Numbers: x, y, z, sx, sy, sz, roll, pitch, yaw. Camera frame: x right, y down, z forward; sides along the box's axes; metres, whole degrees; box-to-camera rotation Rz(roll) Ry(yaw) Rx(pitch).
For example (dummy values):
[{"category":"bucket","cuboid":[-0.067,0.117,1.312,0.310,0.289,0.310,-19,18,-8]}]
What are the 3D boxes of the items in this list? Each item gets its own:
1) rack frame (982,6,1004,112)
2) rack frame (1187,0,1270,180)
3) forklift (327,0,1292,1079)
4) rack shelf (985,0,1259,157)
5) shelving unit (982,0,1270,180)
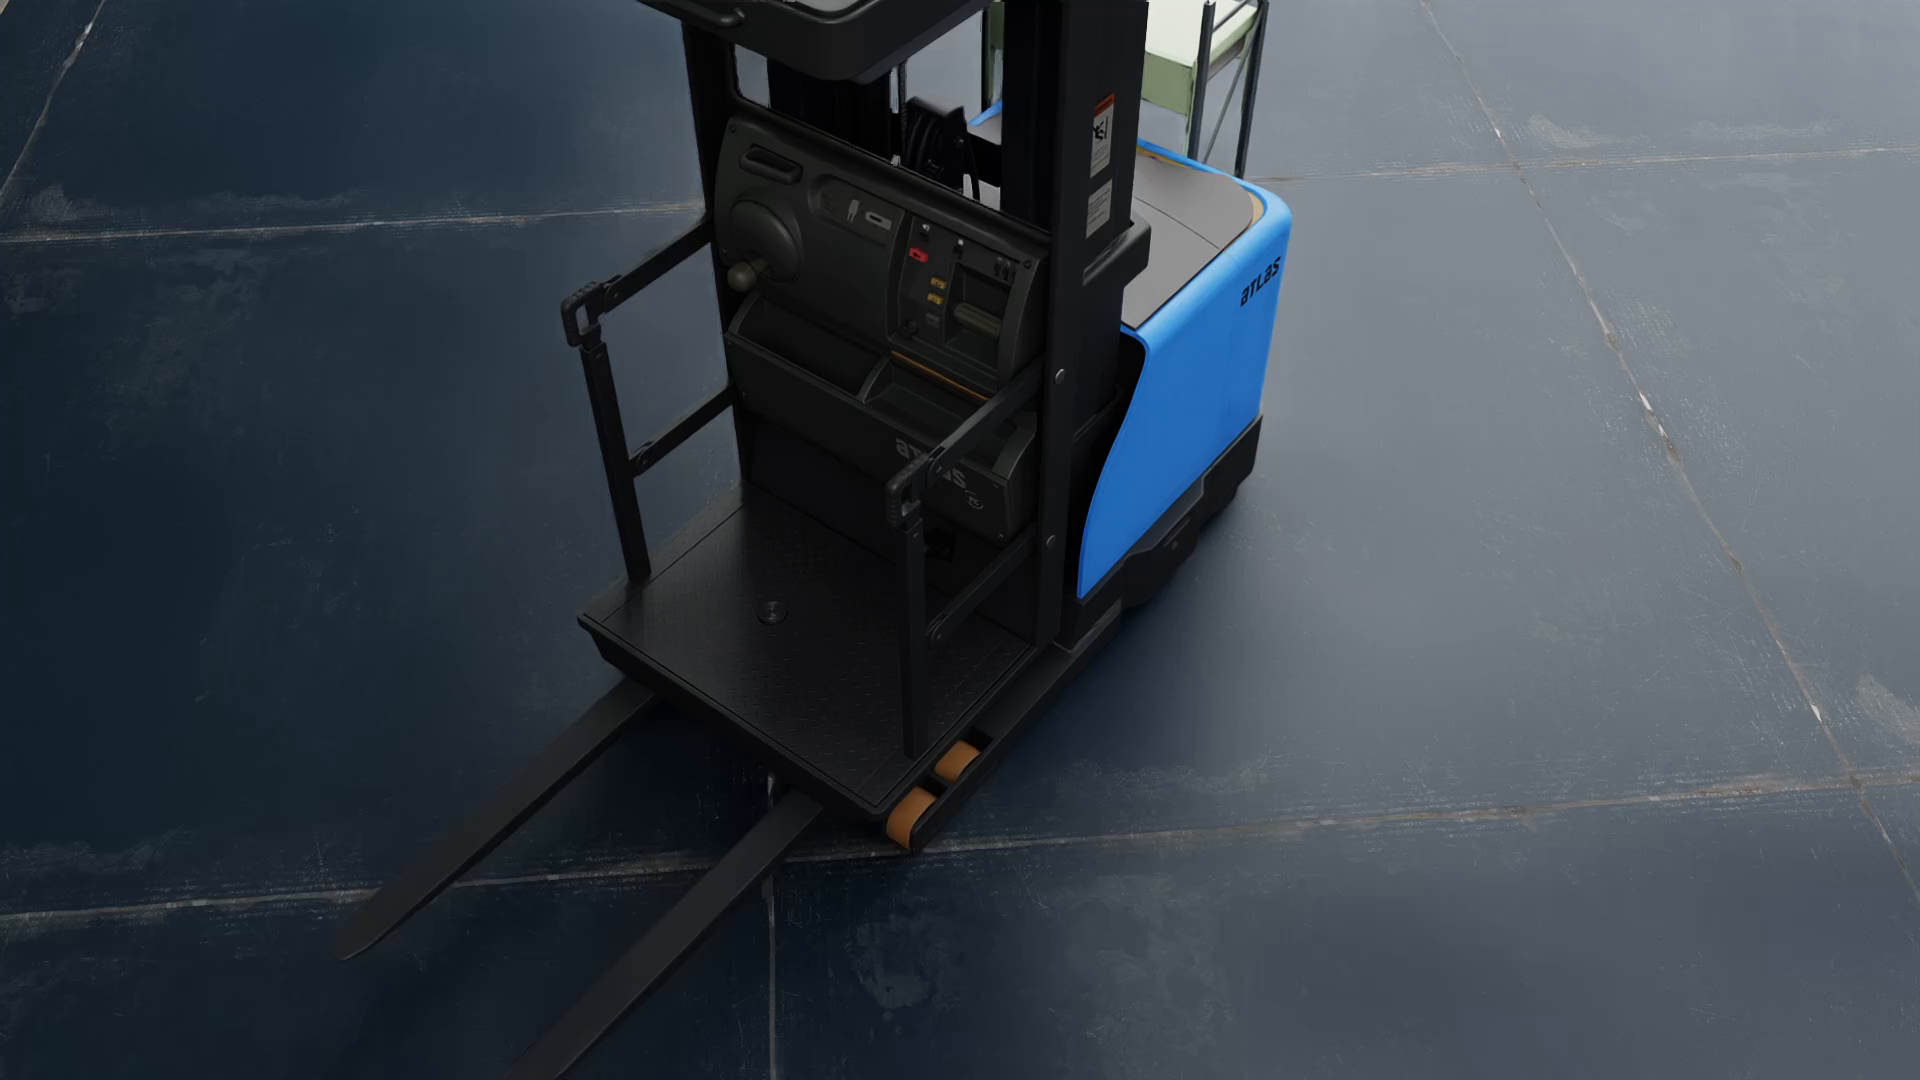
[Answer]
[{"category":"rack frame","cuboid":[0.193,-1.382,5.526,0.023,1.500,0.400,27,52,23]},{"category":"rack frame","cuboid":[0.794,-1.079,5.239,0.023,1.500,0.400,27,52,23]},{"category":"forklift","cuboid":[-0.343,-0.592,3.792,1.130,2.935,3.031,29,53,25]},{"category":"rack shelf","cuboid":[0.494,-1.499,5.099,0.720,0.370,0.431,27,52,23]},{"category":"shelving unit","cuboid":[0.494,-1.231,5.382,0.755,1.500,0.431,27,52,23]}]
